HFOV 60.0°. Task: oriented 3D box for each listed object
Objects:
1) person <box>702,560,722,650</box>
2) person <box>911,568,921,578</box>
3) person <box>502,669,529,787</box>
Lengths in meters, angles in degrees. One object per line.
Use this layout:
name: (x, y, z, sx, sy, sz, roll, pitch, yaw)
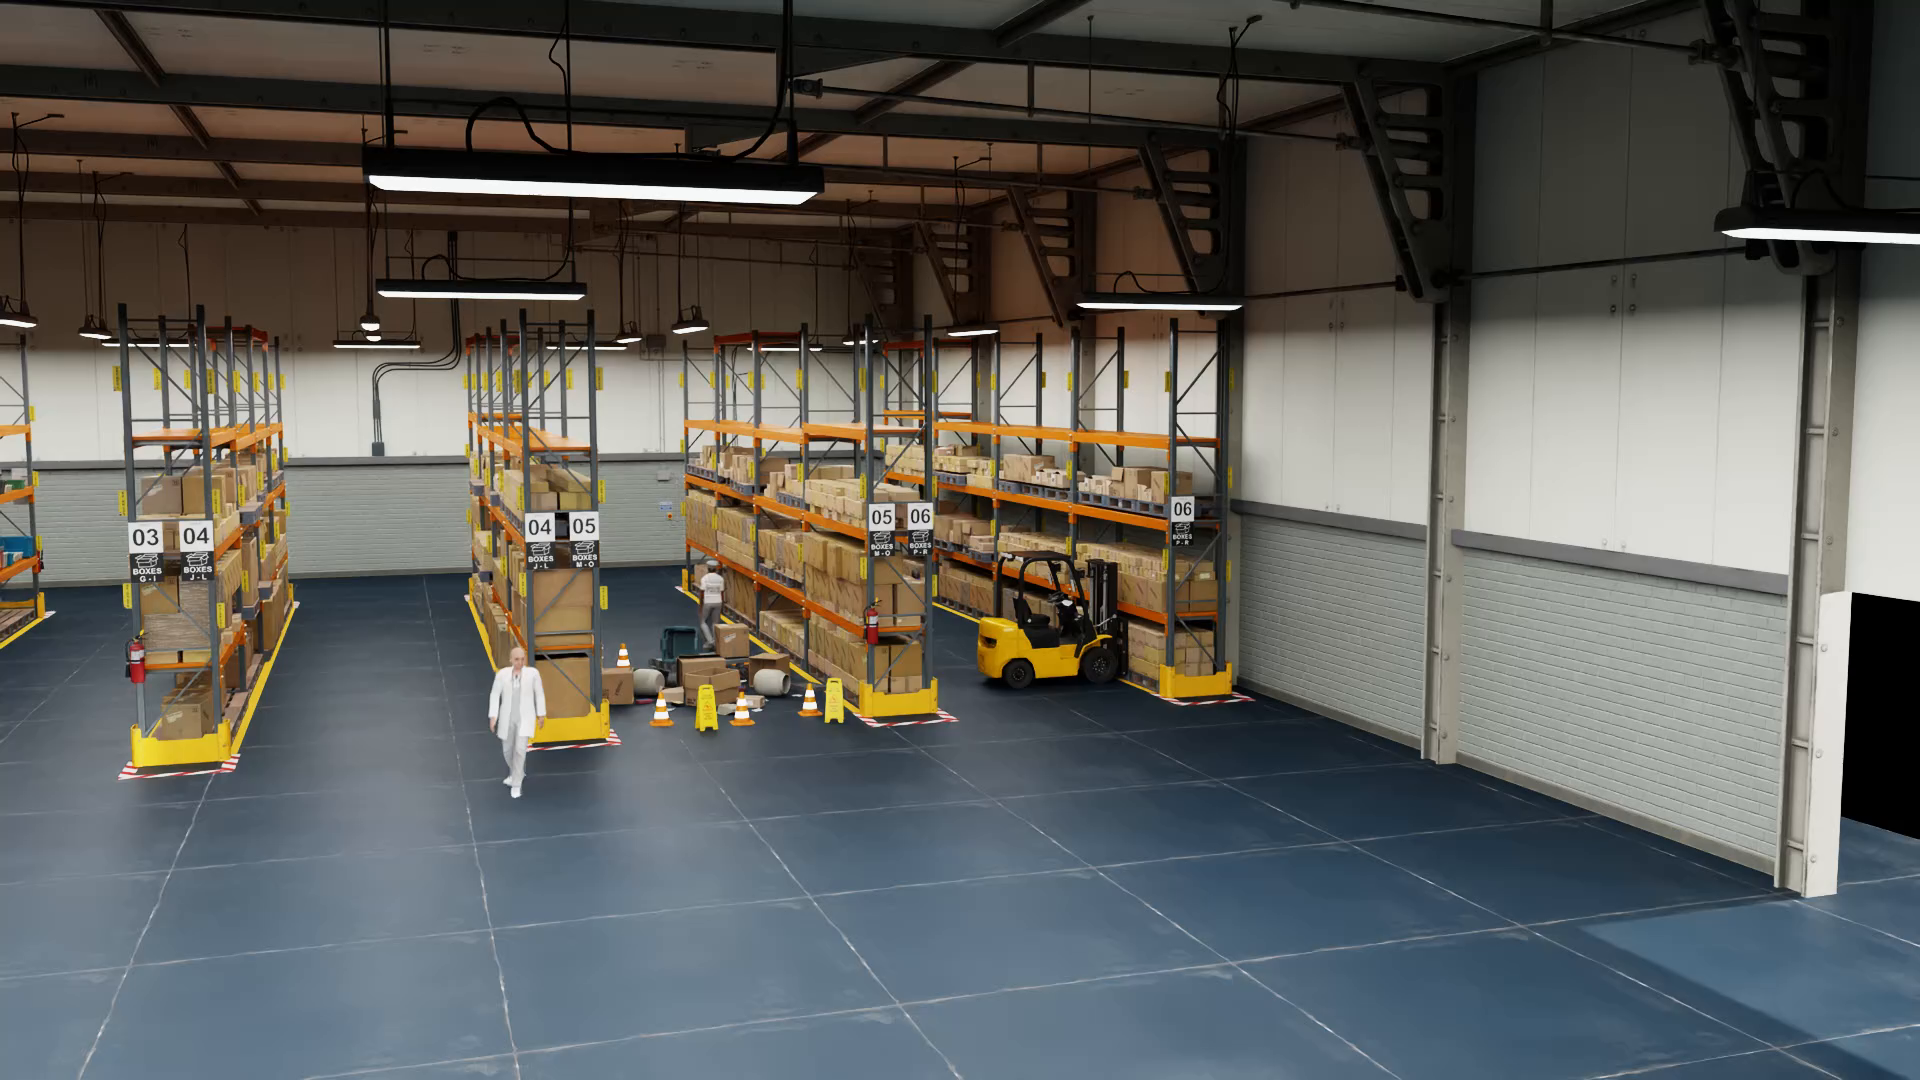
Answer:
person: (-4.648, 1.225, 31.018, 0.431, 1.668, 0.393, -3, 6, -27)
person: (-0.868, 0.960, 31.061, 0.572, 0.843, 0.486, -2, 6, -17)
person: (-5.448, 2.267, 20.457, 0.390, 1.454, 0.647, 0, 5, -4)
